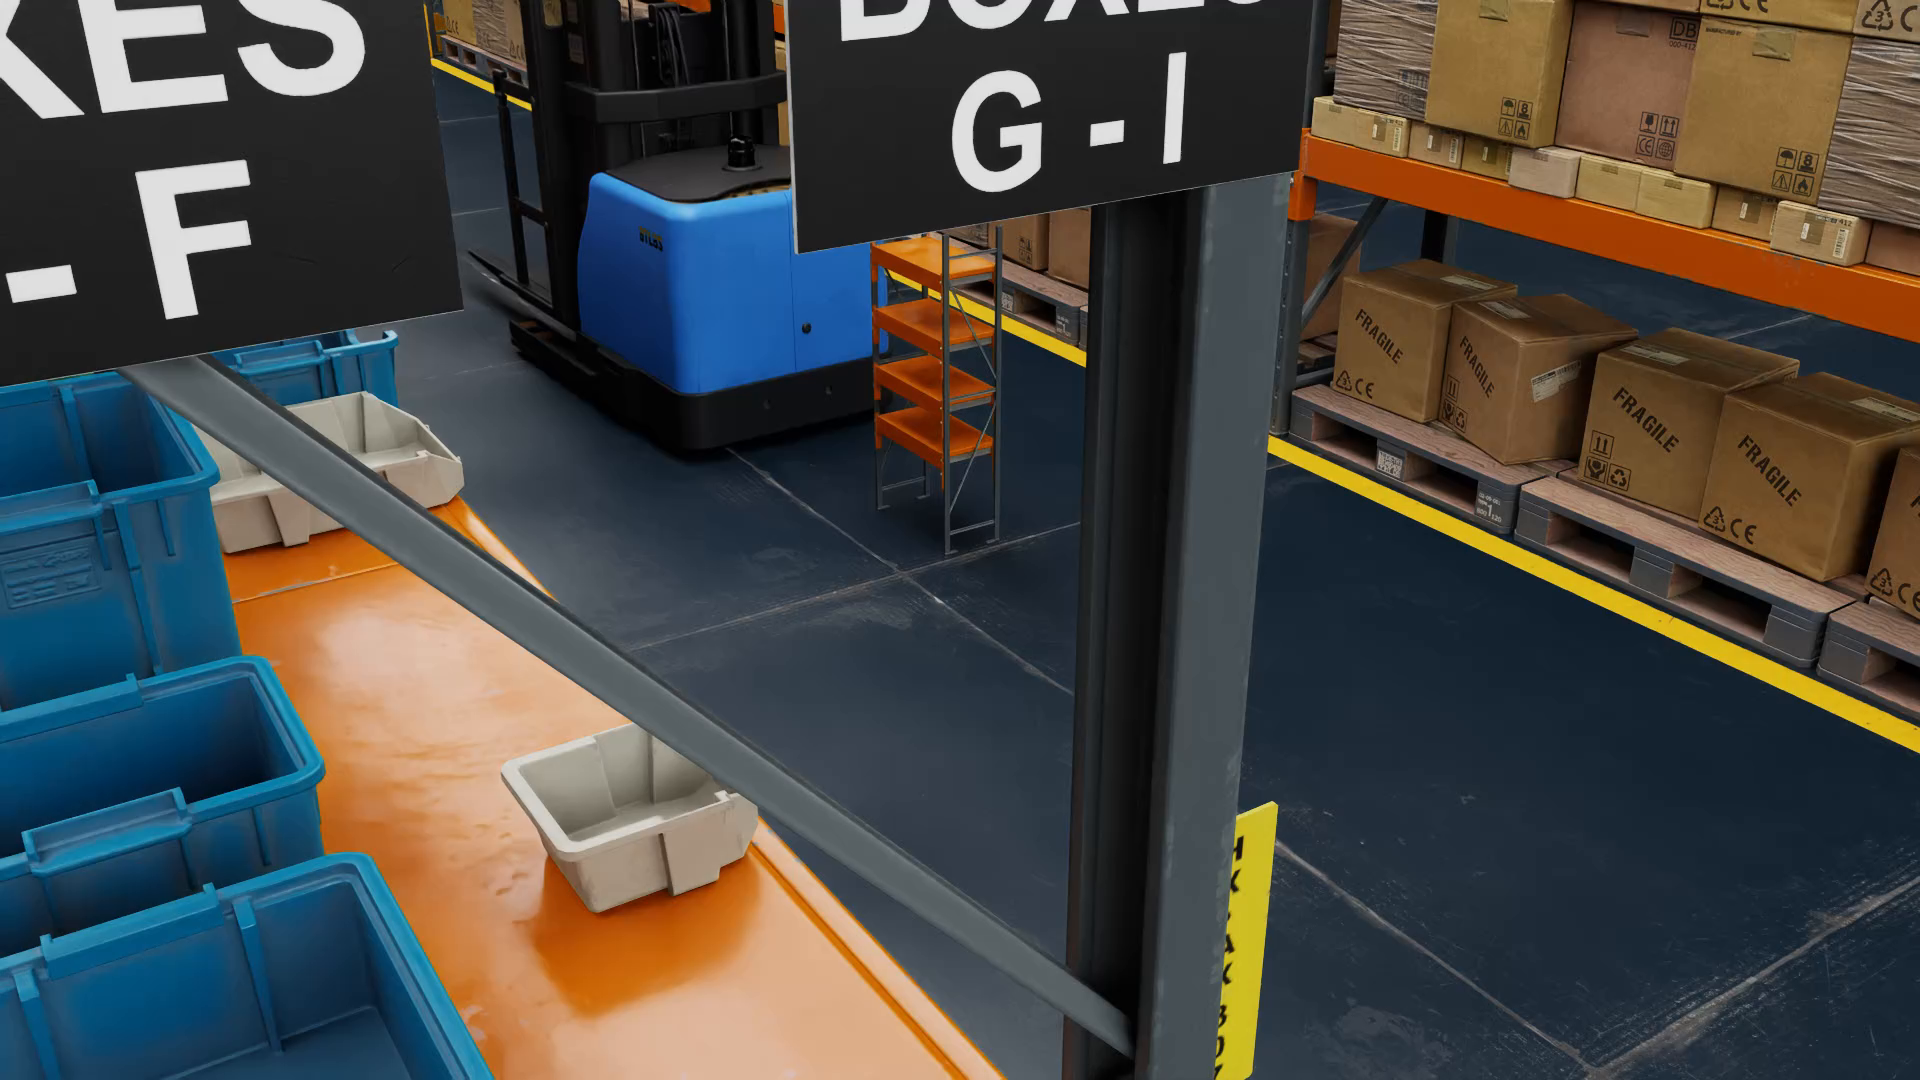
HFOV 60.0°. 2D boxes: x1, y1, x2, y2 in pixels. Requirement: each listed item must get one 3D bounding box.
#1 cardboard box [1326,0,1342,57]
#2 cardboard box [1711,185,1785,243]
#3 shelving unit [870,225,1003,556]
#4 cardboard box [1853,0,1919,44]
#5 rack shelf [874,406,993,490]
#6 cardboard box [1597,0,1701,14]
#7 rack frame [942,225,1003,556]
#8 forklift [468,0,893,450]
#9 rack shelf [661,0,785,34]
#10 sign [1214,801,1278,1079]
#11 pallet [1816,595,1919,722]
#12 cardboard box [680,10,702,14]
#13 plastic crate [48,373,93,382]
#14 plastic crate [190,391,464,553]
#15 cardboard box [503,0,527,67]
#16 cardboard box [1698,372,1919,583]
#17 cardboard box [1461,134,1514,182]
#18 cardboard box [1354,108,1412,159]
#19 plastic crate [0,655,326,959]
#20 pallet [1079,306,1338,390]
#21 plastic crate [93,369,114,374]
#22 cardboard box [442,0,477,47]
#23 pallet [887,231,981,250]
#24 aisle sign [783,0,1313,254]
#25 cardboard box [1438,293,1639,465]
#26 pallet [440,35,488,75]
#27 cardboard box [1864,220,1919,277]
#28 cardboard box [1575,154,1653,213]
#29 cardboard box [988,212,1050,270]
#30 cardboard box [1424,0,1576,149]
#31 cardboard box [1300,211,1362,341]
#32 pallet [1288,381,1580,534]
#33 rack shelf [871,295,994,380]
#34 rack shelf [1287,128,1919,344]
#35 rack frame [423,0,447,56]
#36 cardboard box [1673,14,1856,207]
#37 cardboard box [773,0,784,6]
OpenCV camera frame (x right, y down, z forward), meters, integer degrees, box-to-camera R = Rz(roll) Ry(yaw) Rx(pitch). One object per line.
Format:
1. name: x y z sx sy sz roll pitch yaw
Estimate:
1. cardboard box: 1.435 -2.713 7.288 1.000 1.000 1.000 -15 29 -29
2. cardboard box: 2.621 -1.062 5.280 0.380 0.149 0.250 -16 29 -30
3. shelving unit: -0.090 -0.602 6.119 0.258 1.200 0.503 -16 29 -30
4. cardboard box: 2.879 -1.632 4.557 0.500 0.500 0.500 -16 29 -30
5. rack shelf: -0.090 -0.361 6.233 0.258 0.148 0.480 -16 29 -30
6. cardboard box: 2.331 -1.989 5.313 0.500 0.500 0.500 -16 29 -30
7. rack frame: 0.043 -0.515 5.934 0.240 1.200 0.015 -16 29 -30
8. forklift: -1.553 -2.273 7.631 1.130 2.935 3.031 -17 30 -31
9. rack shelf: -1.524 -3.756 11.535 1.077 0.370 4.000 -16 29 -30
10. sign: 0.248 0.398 1.569 0.100 0.325 0.005 -16 29 -30
11. pallet: 3.479 0.431 5.090 1.003 0.211 1.213 -16 29 -30
12. cardboard box: -1.272 -3.167 11.442 1.225 0.875 0.875 -15 29 -29
13. plastic crate: -1.894 -0.134 3.267 0.450 0.188 0.662 -16 29 -30
14. plastic crate: -1.300 -0.140 3.341 0.530 0.136 0.437 -16 29 -30
15. cardboard box: -3.401 -4.602 14.482 0.875 0.875 0.875 -16 29 -30
16. cardboard box: 2.927 -0.225 5.649 0.500 0.500 0.500 -13 28 -25
17. cardboard box: 2.046 -1.412 6.021 0.380 0.149 0.250 -16 29 -30
18. cardboard box: 1.742 -1.582 6.381 0.380 0.149 0.250 -16 29 -30
19. plastic crate: -1.089 0.374 2.117 0.499 0.251 0.408 -16 29 -30
20. pallet: 1.325 -0.952 8.019 1.003 0.211 1.213 -16 29 -30
21. plastic crate: -2.219 -0.536 3.944 0.767 0.338 0.504 -16 29 -30
22. cardboard box: -4.383 -5.246 15.846 0.875 0.875 0.875 -16 29 -30
23. pallet: -0.007 -1.825 9.868 1.003 0.211 1.213 -16 29 -30
24. aisle sign: 0.070 -0.568 0.894 0.394 0.787 0.004 -16 29 -30
25. cardboard box: 2.255 -0.639 6.526 0.500 0.500 0.500 -6 26 -13
26. pallet: -4.298 -4.698 15.955 1.003 0.211 1.213 -16 29 -30
27. cardboard box: 2.910 -0.888 4.911 0.380 0.149 0.250 -16 29 -30
28. cardboard box: 2.320 -1.233 5.642 0.380 0.149 0.250 -16 29 -30
29. cardboard box: 0.579 -1.803 8.968 0.700 0.500 0.500 -13 28 -25
30. cardboard box: 2.189 -1.752 5.983 0.875 0.500 0.500 -16 29 -30
31. cardboard box: 1.434 -1.228 7.751 0.700 0.500 0.500 -18 31 -33
32. pallet: 2.147 -0.442 6.939 1.003 0.211 1.213 -16 29 -30
33. rack shelf: -0.090 -0.743 6.053 0.258 0.148 0.480 -16 29 -30
34. rack shelf: 2.843 -0.894 5.473 1.077 0.370 4.000 -16 29 -30
35. rack frame: -4.800 -6.227 15.927 1.000 3.000 0.127 -16 29 -30
36. cardboard box: 2.784 -1.408 5.254 0.875 0.500 0.500 -16 29 -30
37. cardboard box: -0.909 -3.530 10.096 0.500 0.500 0.500 -15 29 -28
